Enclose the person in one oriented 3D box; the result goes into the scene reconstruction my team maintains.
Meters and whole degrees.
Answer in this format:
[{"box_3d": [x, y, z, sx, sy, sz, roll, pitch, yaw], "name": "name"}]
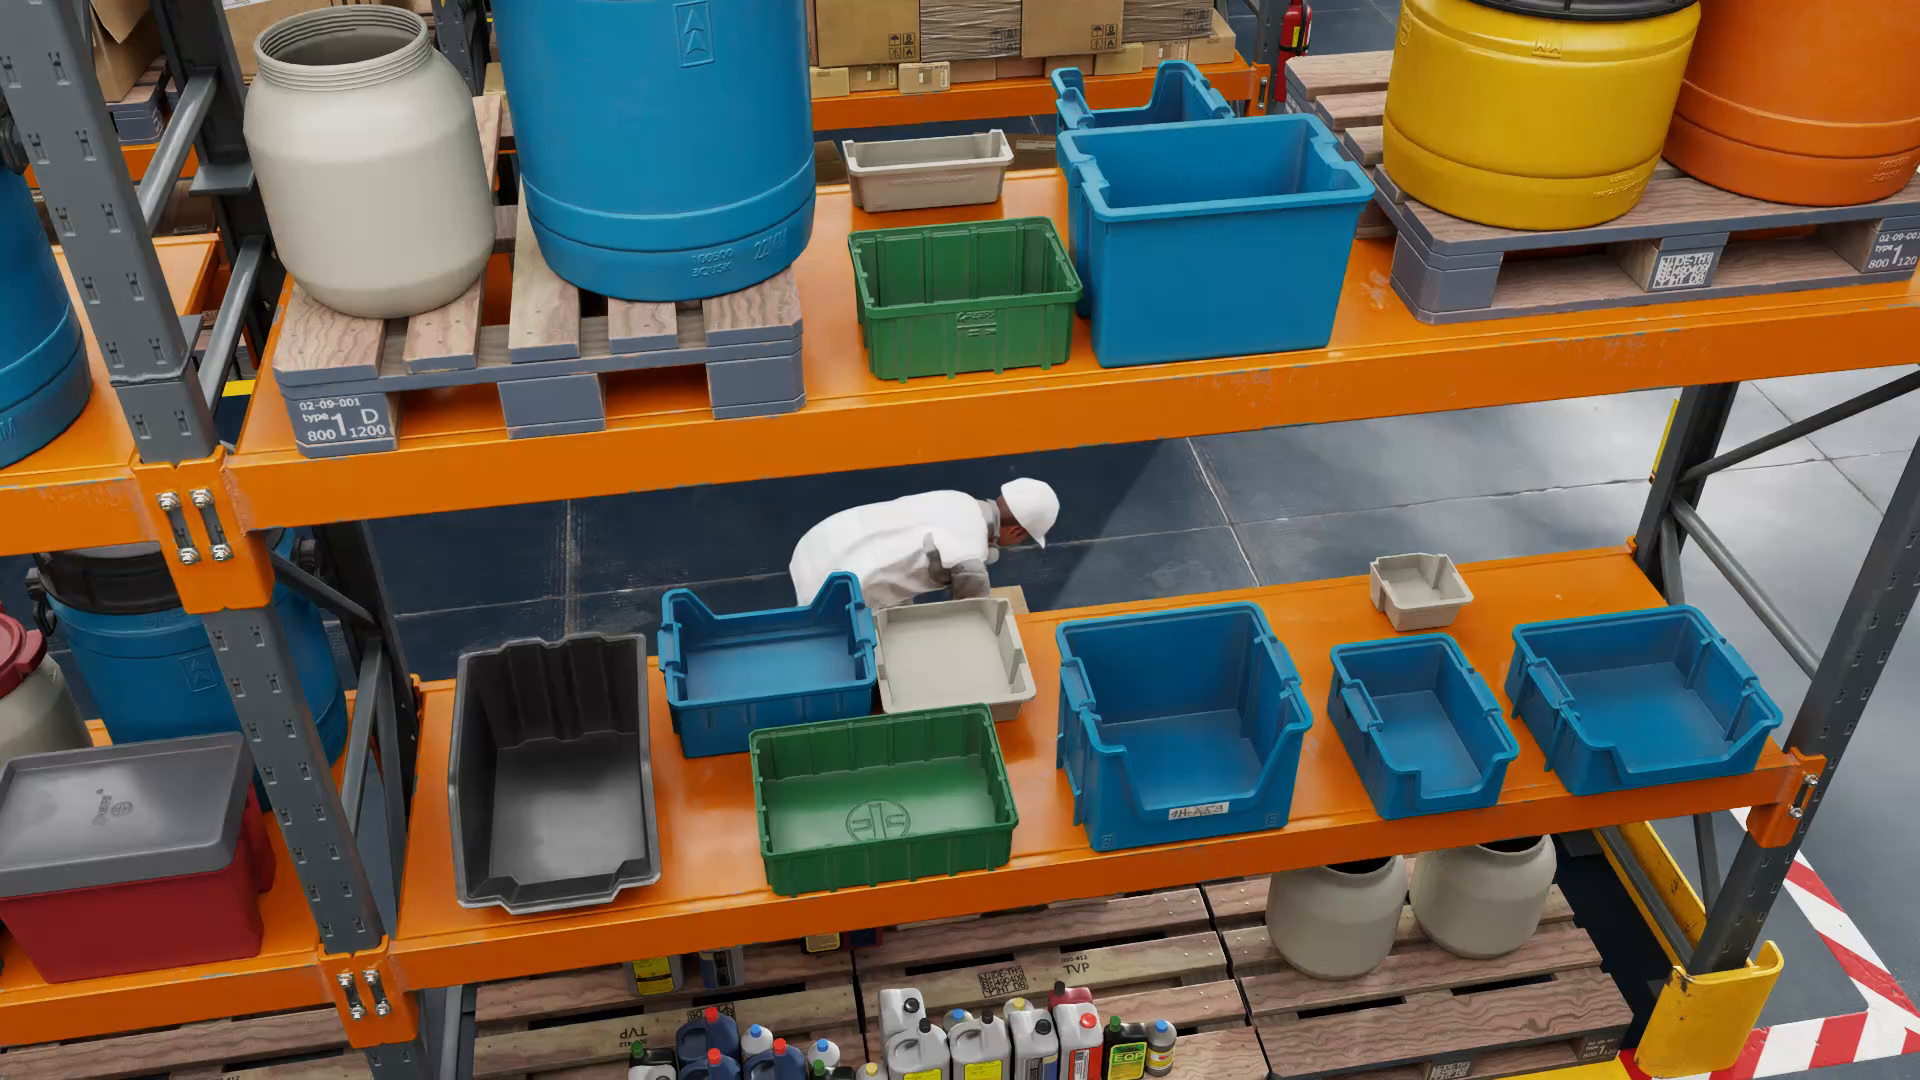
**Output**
[{"box_3d": [-0.122, 0.295, 6.276, 0.992, 1.132, 0.496, -8, 39, -10], "name": "person"}]
